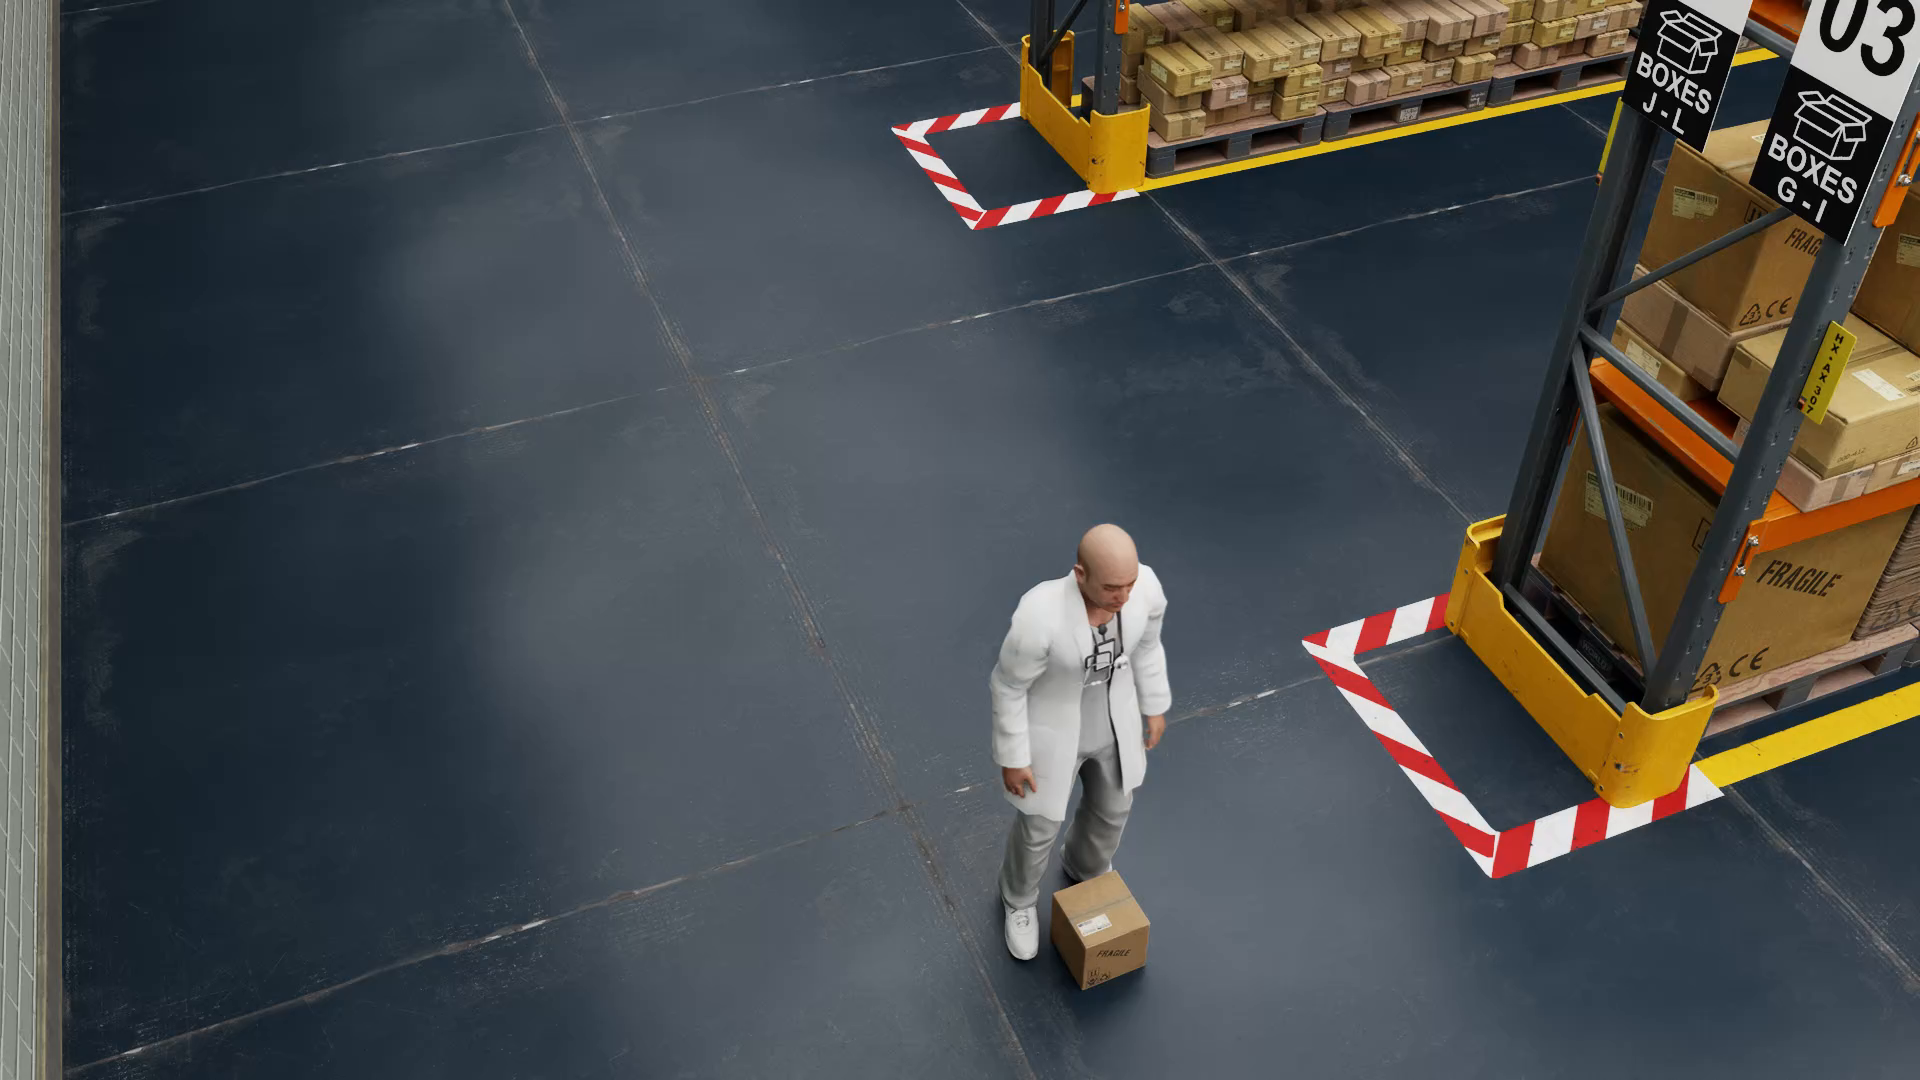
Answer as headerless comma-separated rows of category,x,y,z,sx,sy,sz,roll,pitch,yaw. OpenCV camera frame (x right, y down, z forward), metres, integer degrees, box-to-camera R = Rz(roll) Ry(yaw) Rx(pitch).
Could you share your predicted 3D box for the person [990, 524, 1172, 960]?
person,0.399,0.638,5.464,0.654,1.744,0.421,-17,44,-19
